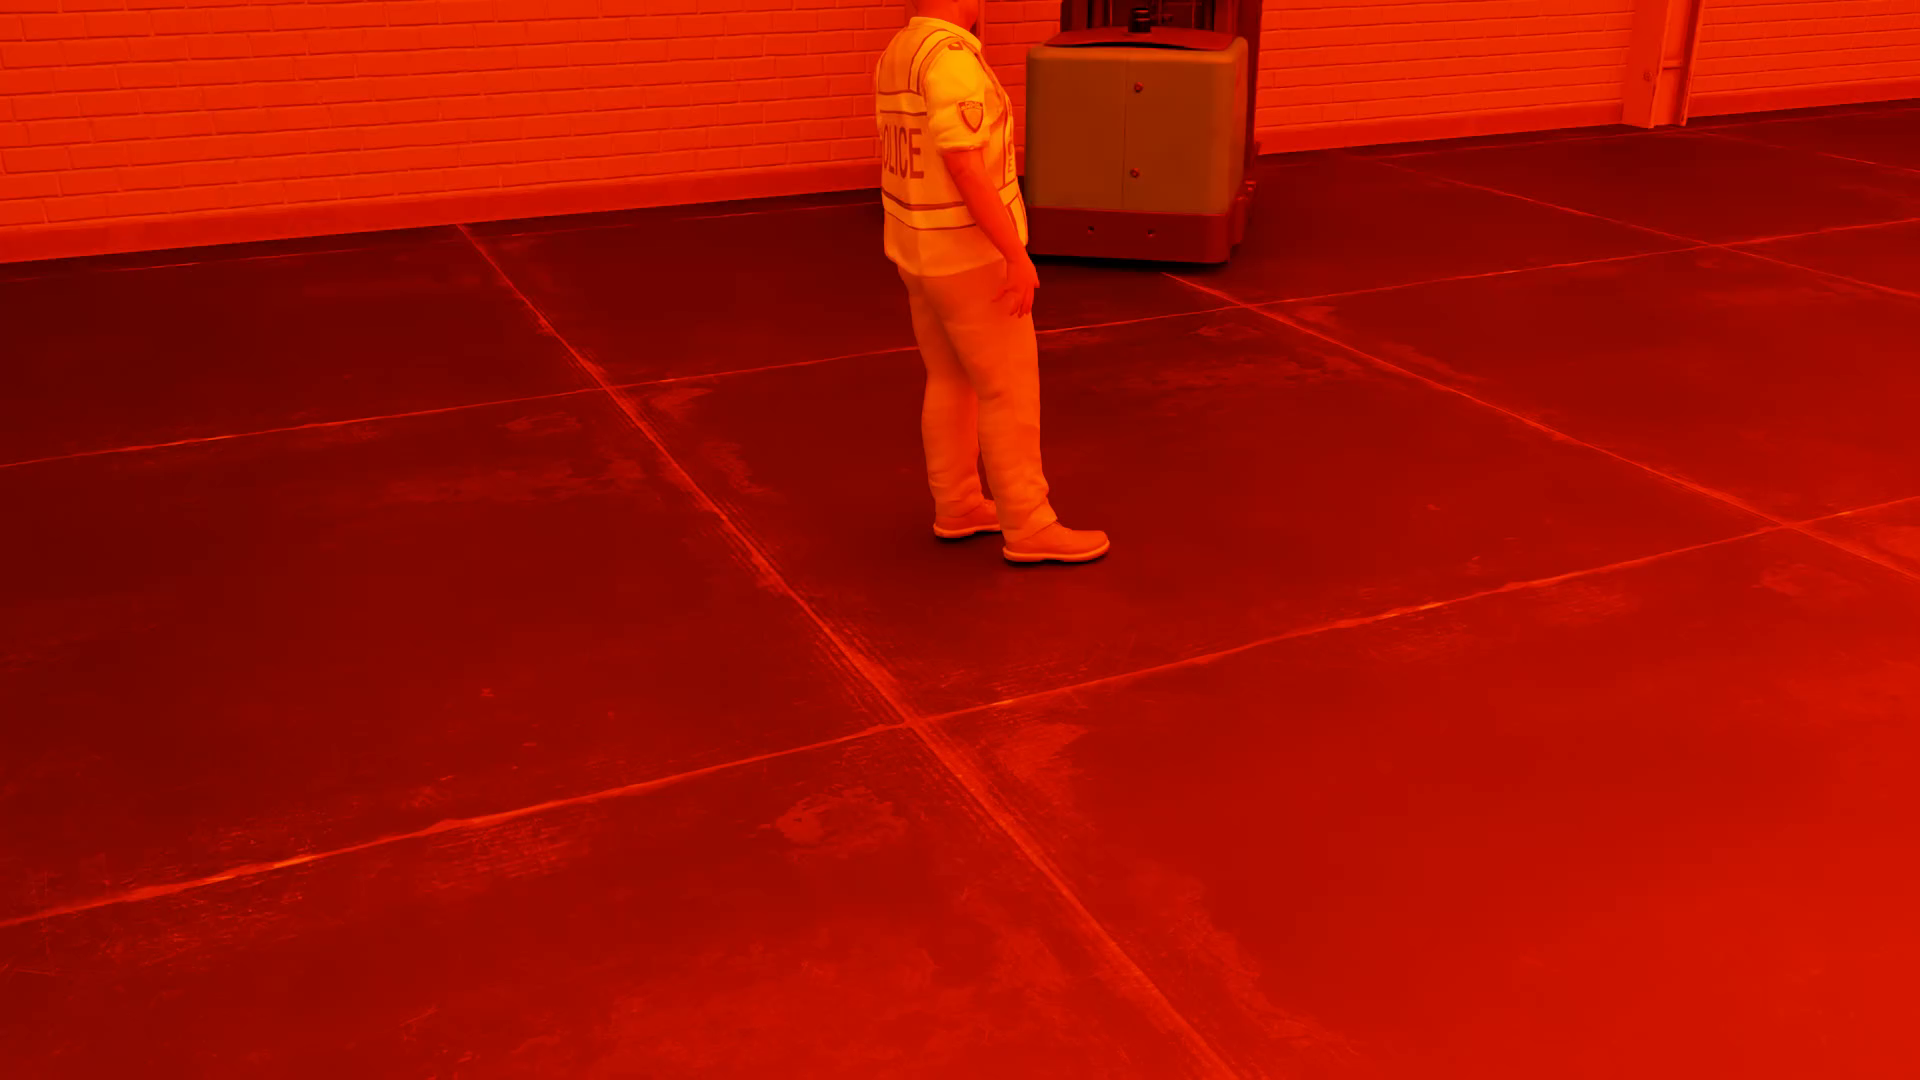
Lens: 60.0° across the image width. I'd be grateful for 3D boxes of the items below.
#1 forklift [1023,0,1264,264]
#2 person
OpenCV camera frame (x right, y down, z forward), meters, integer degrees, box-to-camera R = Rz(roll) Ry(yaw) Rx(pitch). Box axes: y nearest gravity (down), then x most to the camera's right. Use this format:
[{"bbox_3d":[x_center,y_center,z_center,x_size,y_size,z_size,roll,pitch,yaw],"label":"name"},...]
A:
[{"bbox_3d":[1.146,-3.255,9.121,1.130,2.935,3.031,5,23,12],"label":"forklift"},{"bbox_3d":[0.075,-0.834,4.784,0.575,1.773,0.640,-10,25,-23],"label":"person"}]
